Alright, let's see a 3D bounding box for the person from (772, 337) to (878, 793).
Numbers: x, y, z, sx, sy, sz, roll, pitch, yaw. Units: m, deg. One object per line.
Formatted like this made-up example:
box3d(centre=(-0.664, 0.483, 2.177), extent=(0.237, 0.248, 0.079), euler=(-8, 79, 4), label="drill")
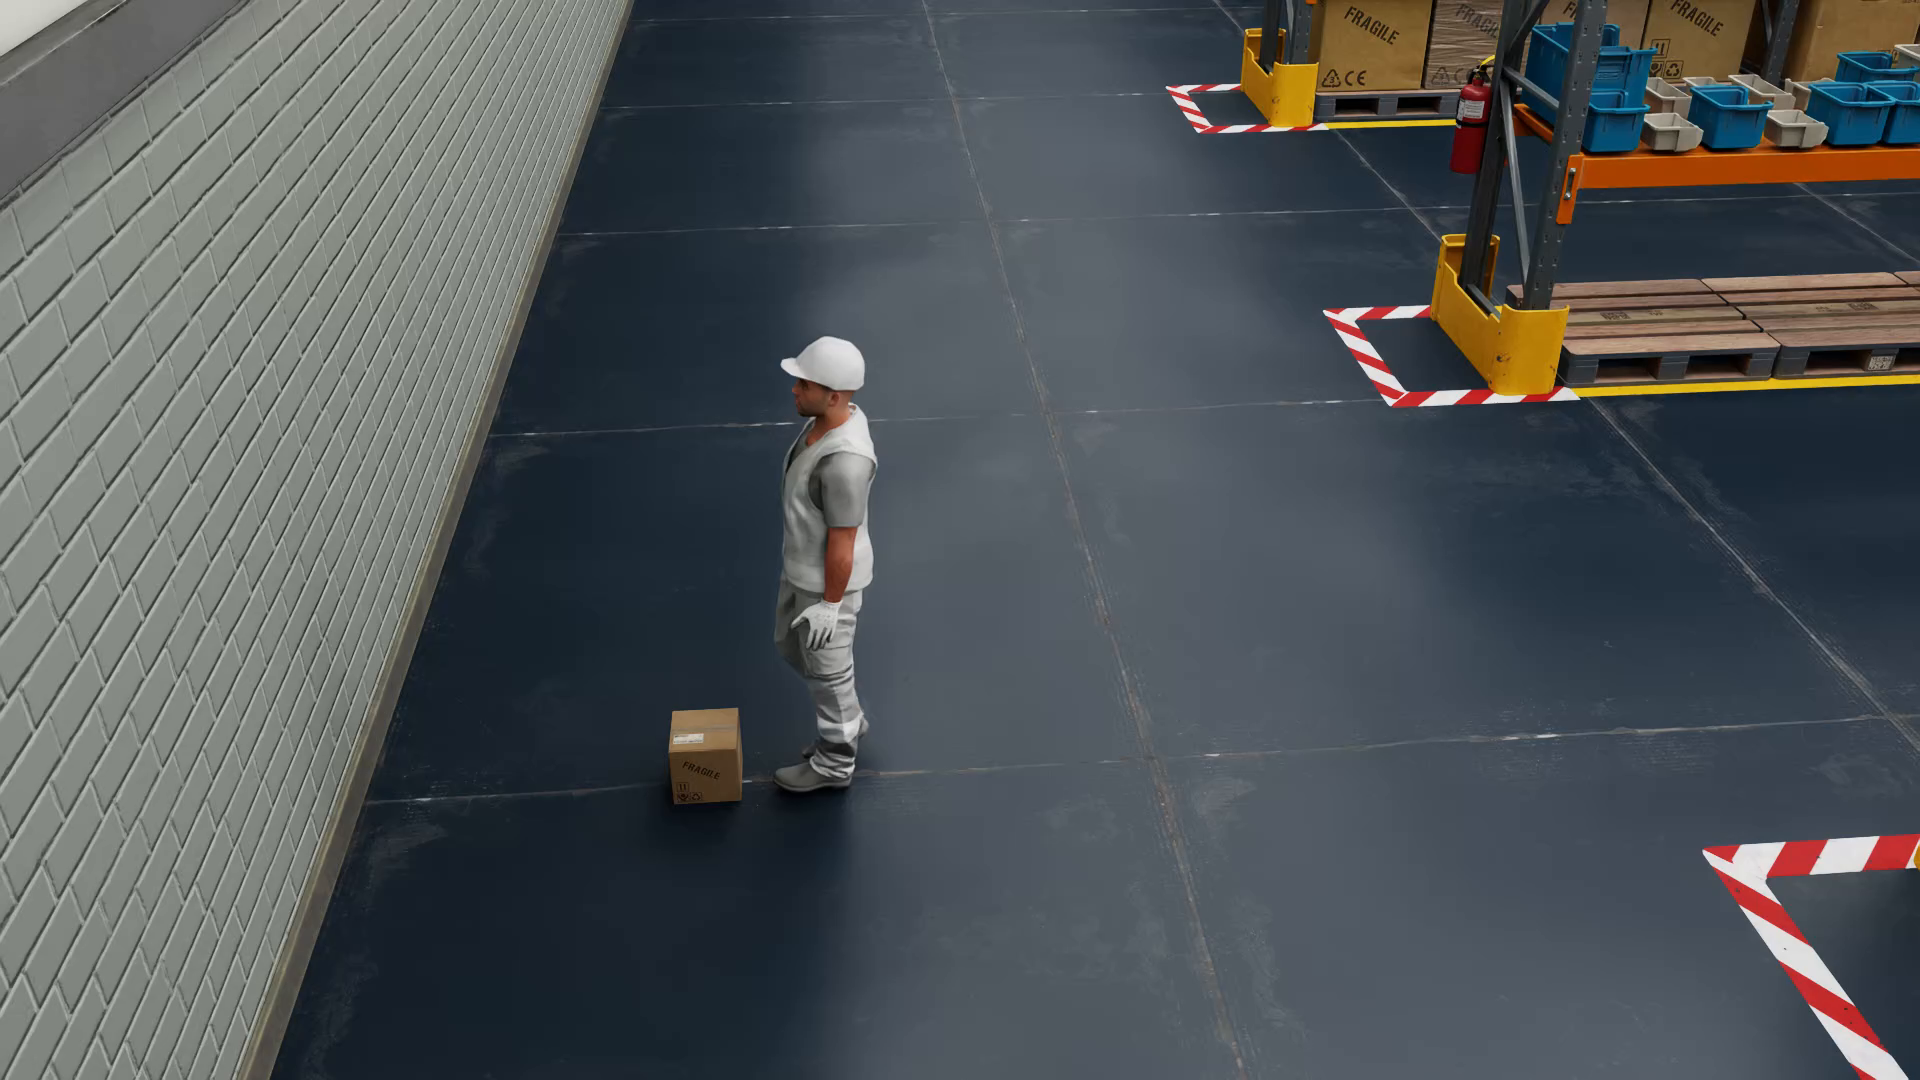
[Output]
box3d(centre=(-0.504, 0.146, 5.887), extent=(0.426, 1.839, 0.564), euler=(-5, 31, -9), label="person")
